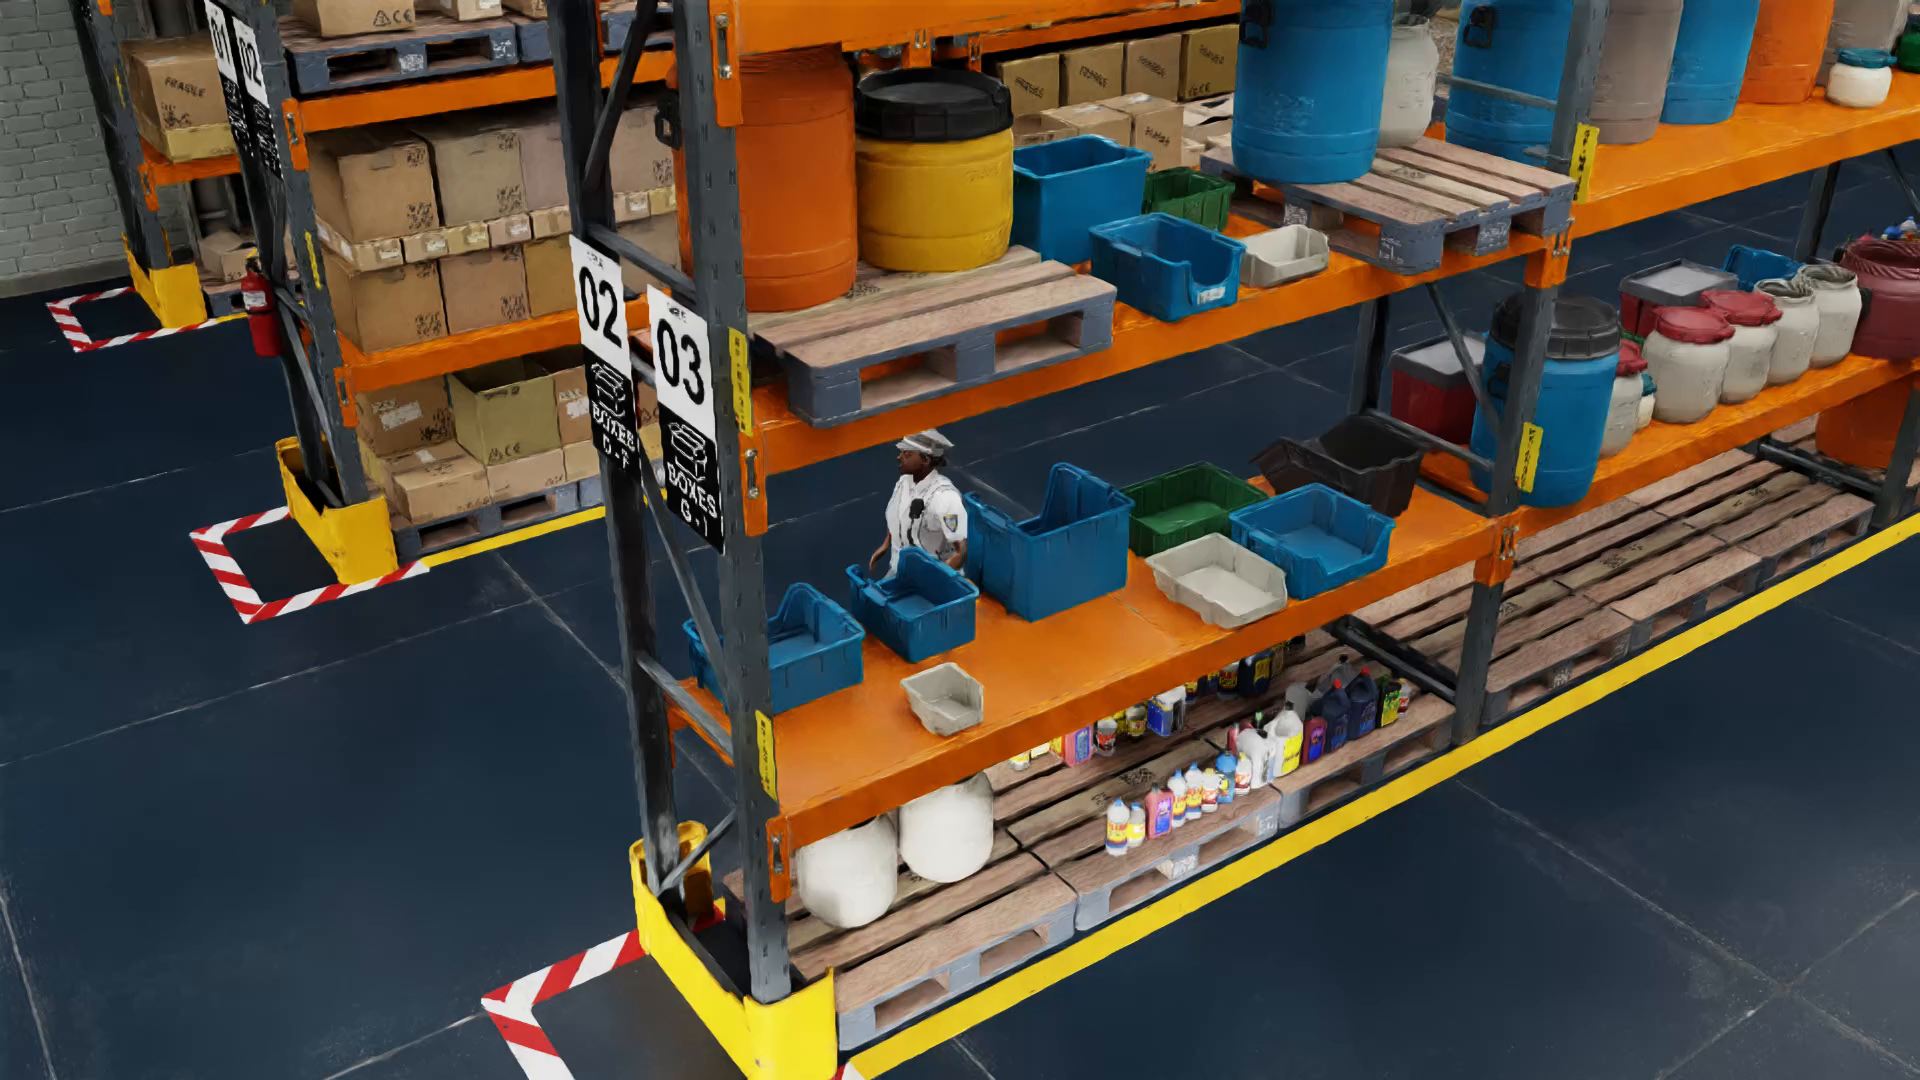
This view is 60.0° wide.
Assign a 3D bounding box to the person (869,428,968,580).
[{"bbox_3d":[-0.218,0.202,8.264,0.469,1.670,0.626,-23,36,-35],"label":"person"}]
